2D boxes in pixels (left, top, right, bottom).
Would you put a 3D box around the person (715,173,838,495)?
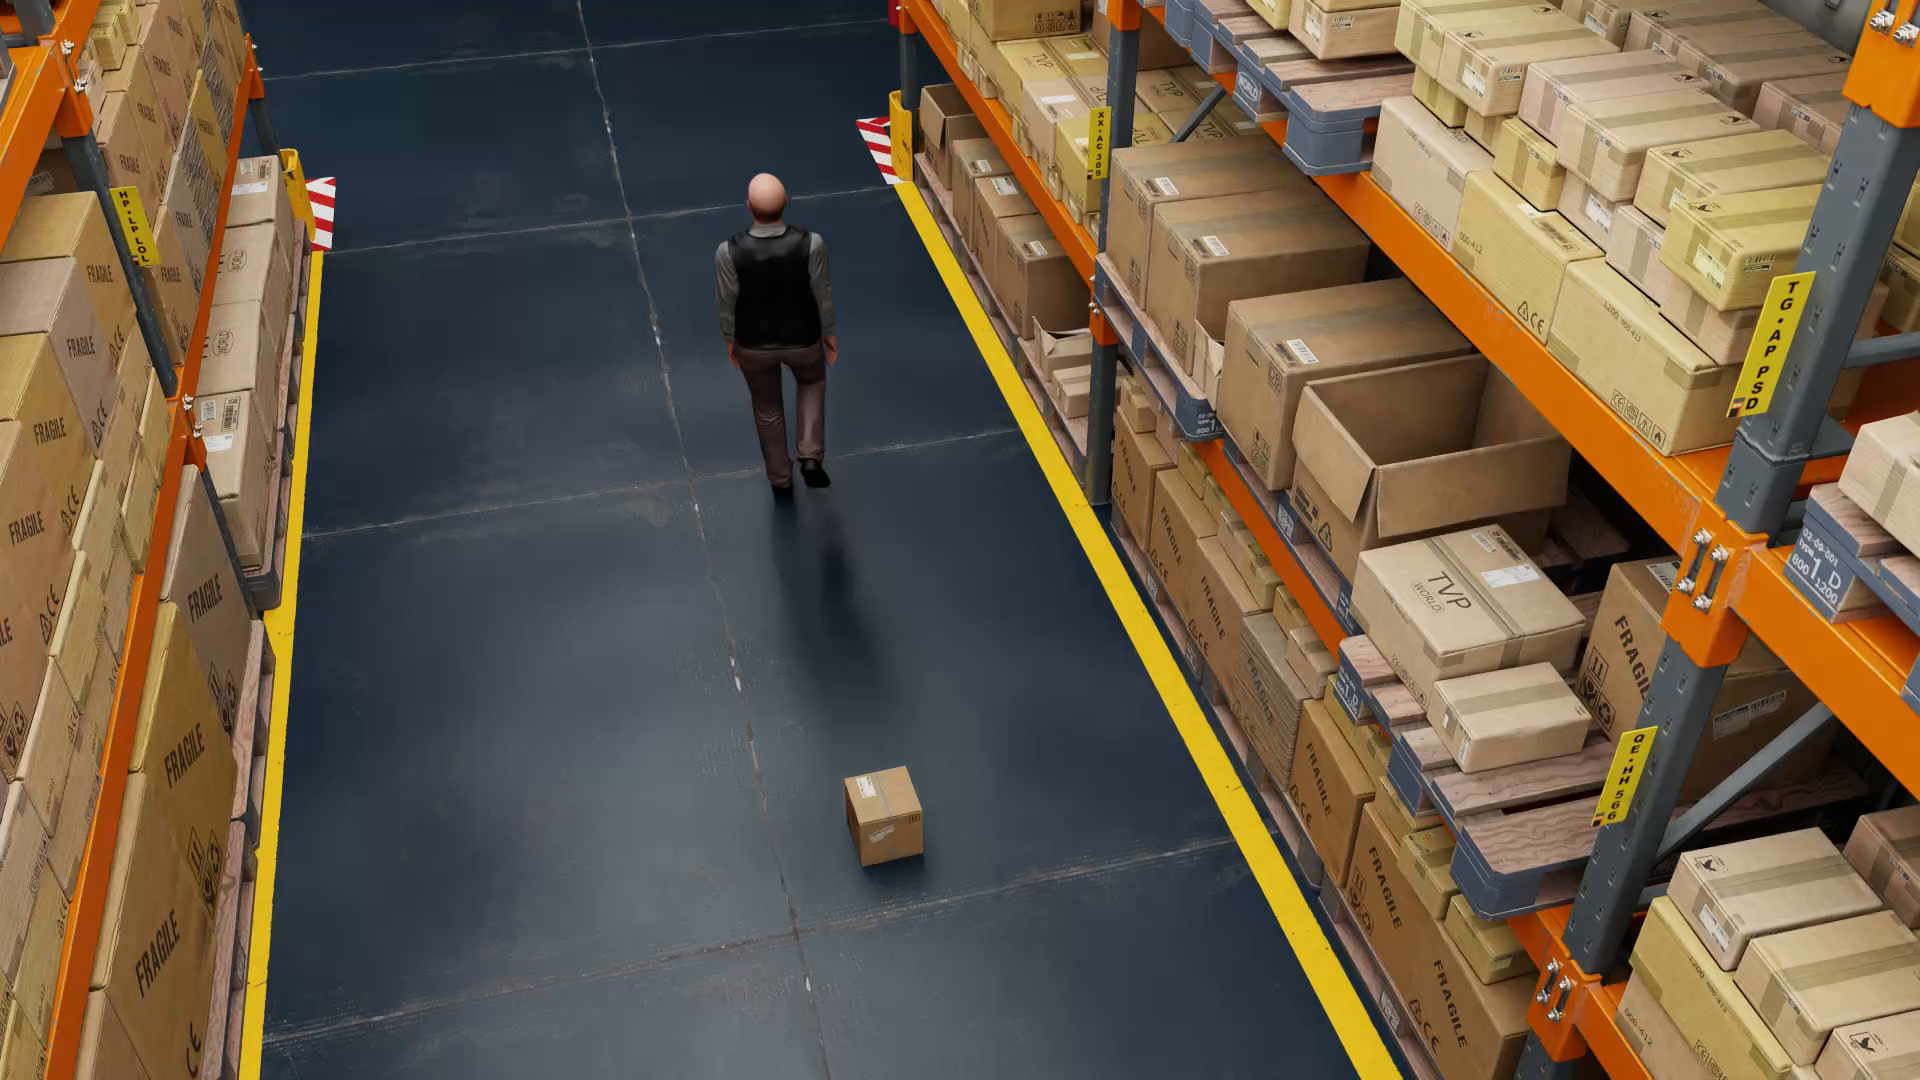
[{"bbox_3d":[-0.866,-0.961,7.920,0.556,1.714,0.487,-6,38,-8],"label":"person"}]
